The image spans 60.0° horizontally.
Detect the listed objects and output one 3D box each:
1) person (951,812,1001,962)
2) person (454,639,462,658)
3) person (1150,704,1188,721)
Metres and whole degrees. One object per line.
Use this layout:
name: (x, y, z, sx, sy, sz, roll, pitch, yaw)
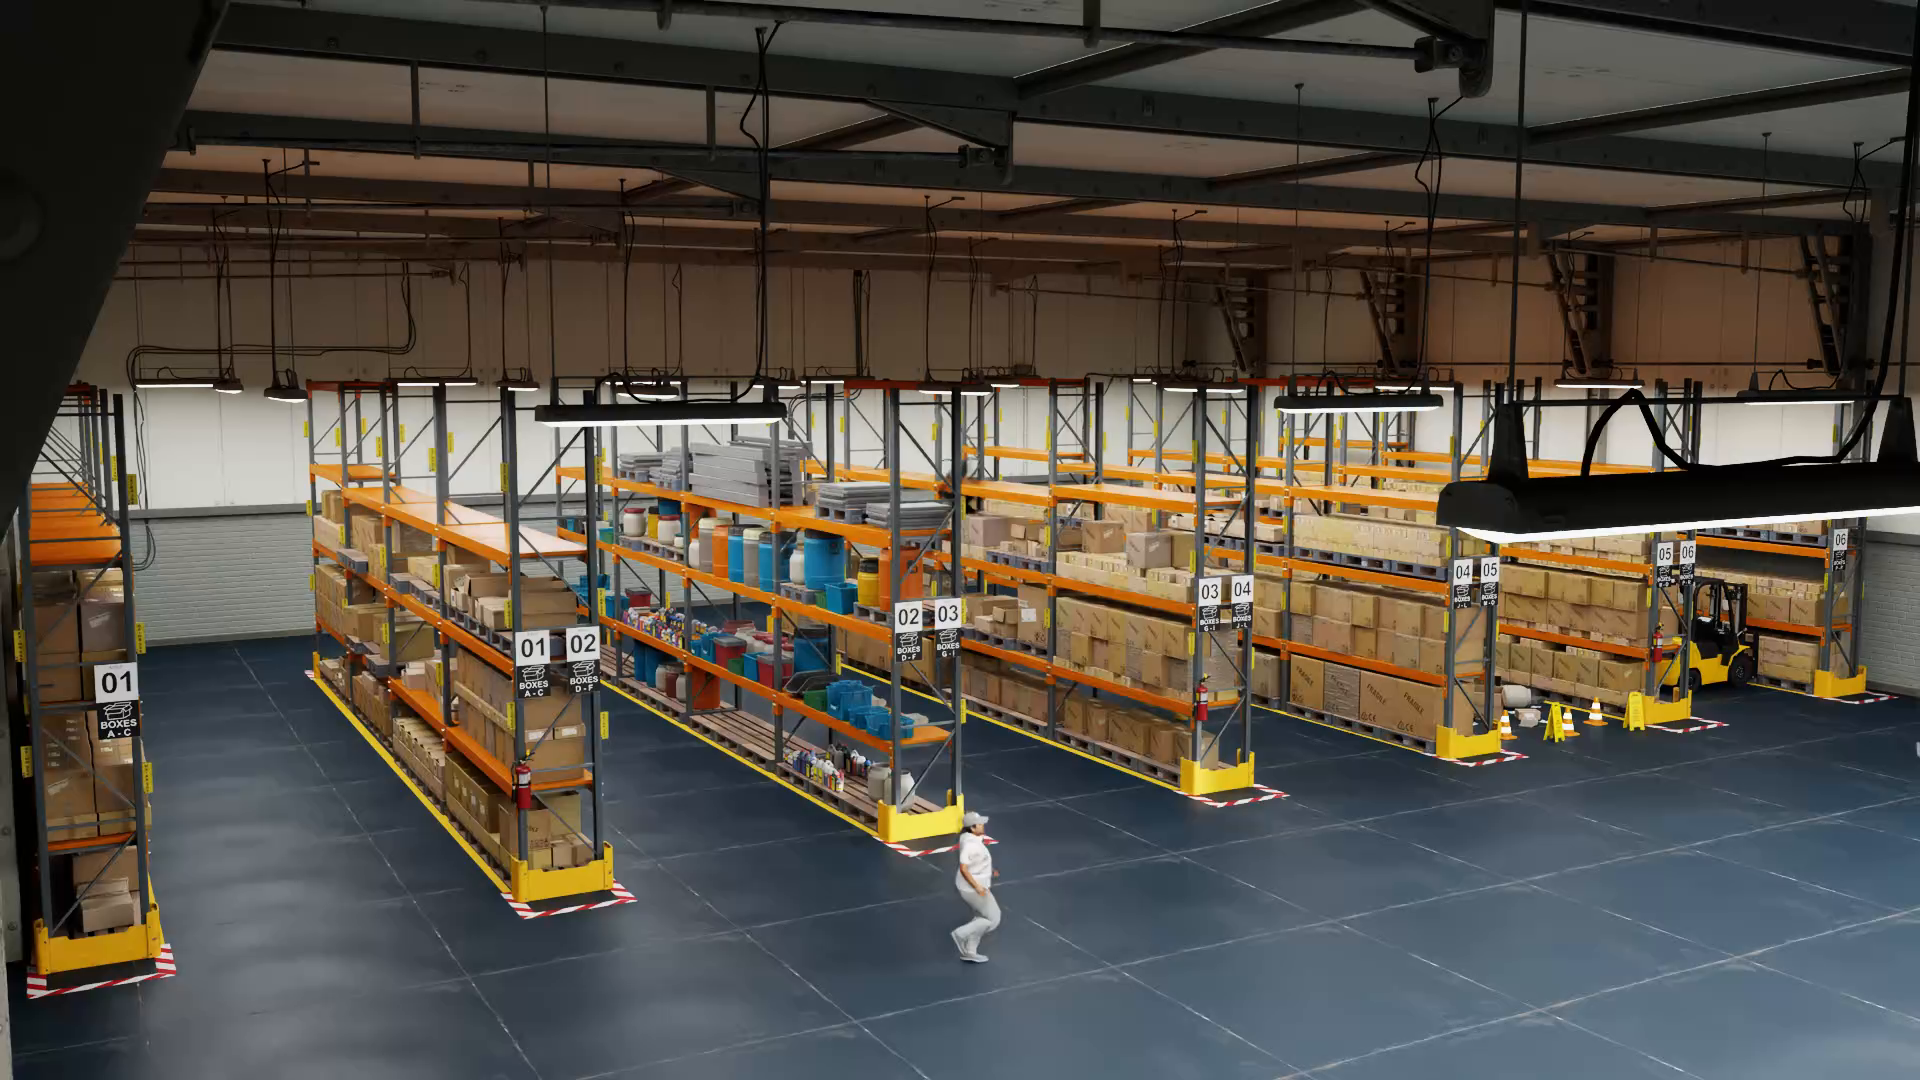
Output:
person: (0.156, 3.671, 17.574, 0.546, 1.626, 0.615, -1, 6, -8)
person: (-10.141, 1.983, 33.421, 0.591, 1.641, 0.745, -4, 7, -35)
person: (3.747, 2.321, 29.676, 0.713, 1.736, 0.897, -5, 8, -38)
